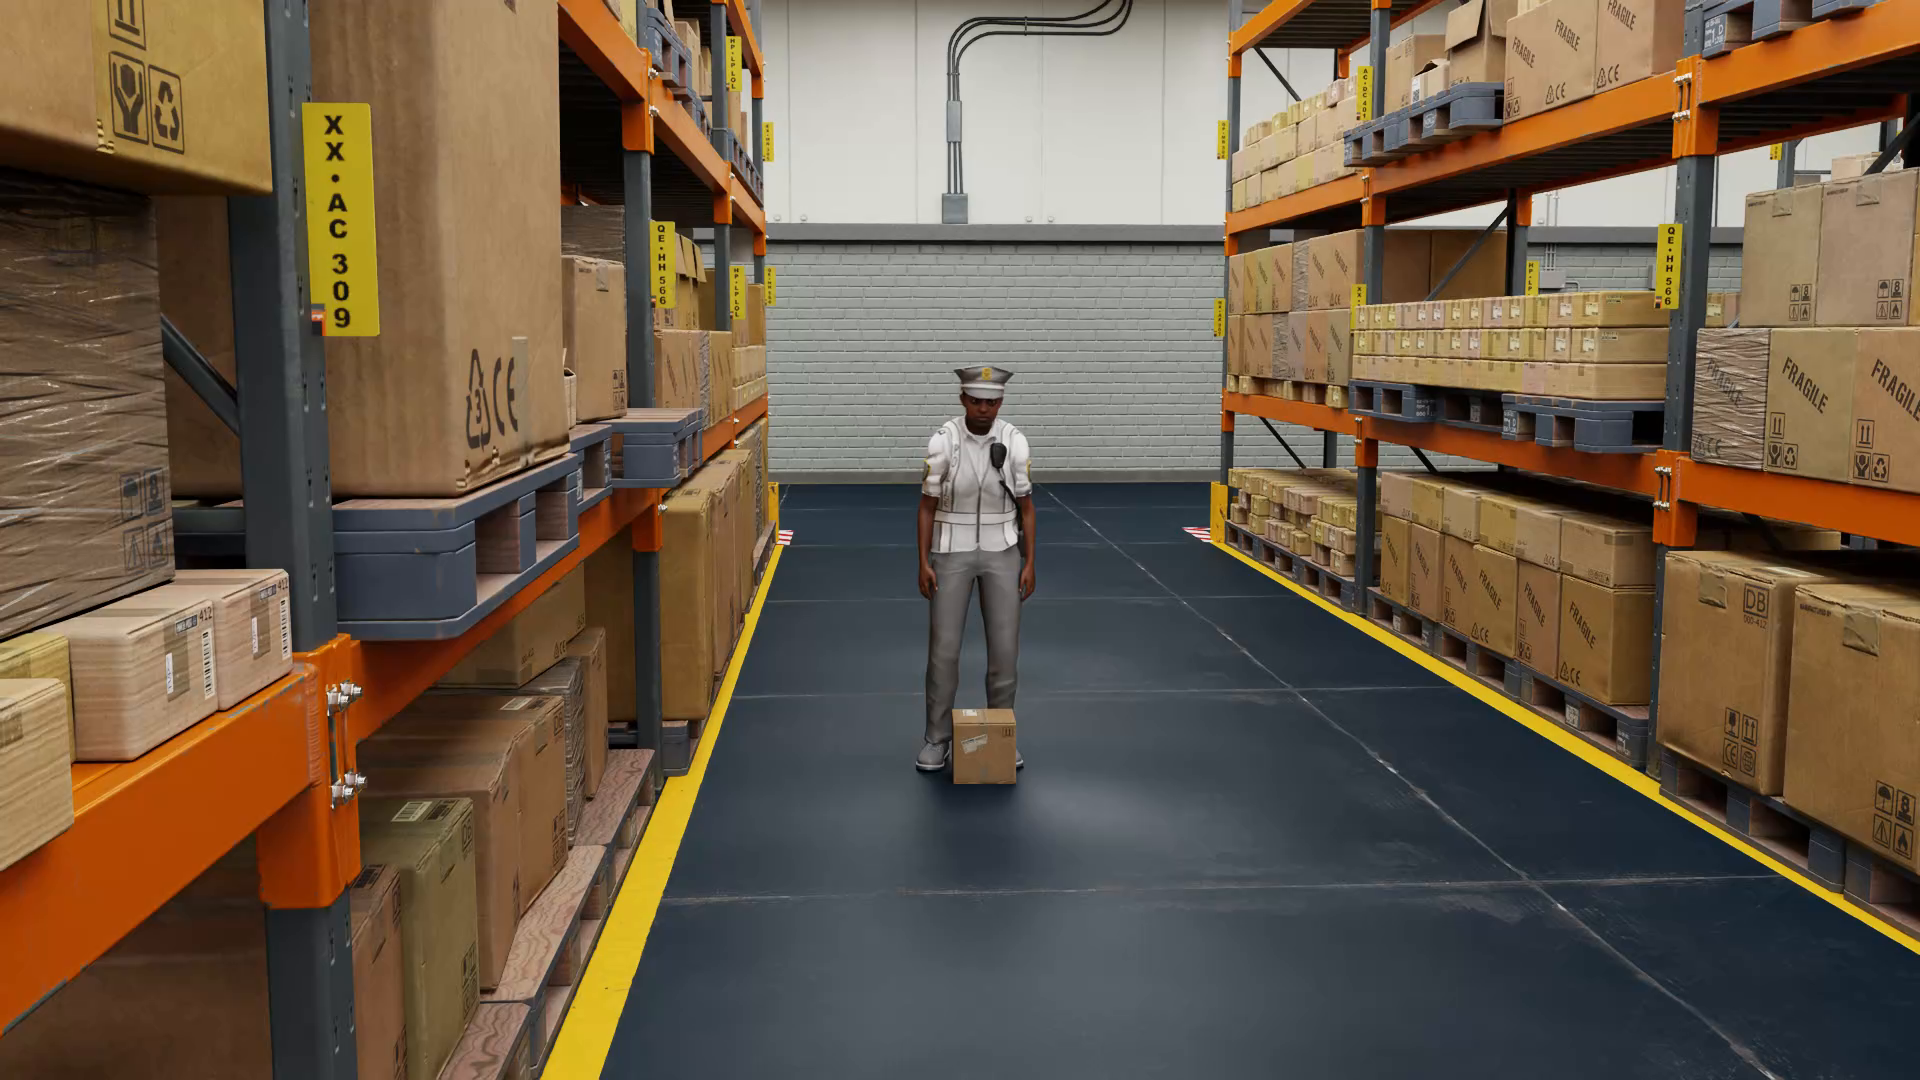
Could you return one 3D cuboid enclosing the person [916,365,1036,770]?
[{"bbox_3d":[0.064,0.108,6.878,0.506,1.658,0.393,0,7,-3],"label":"person"}]
